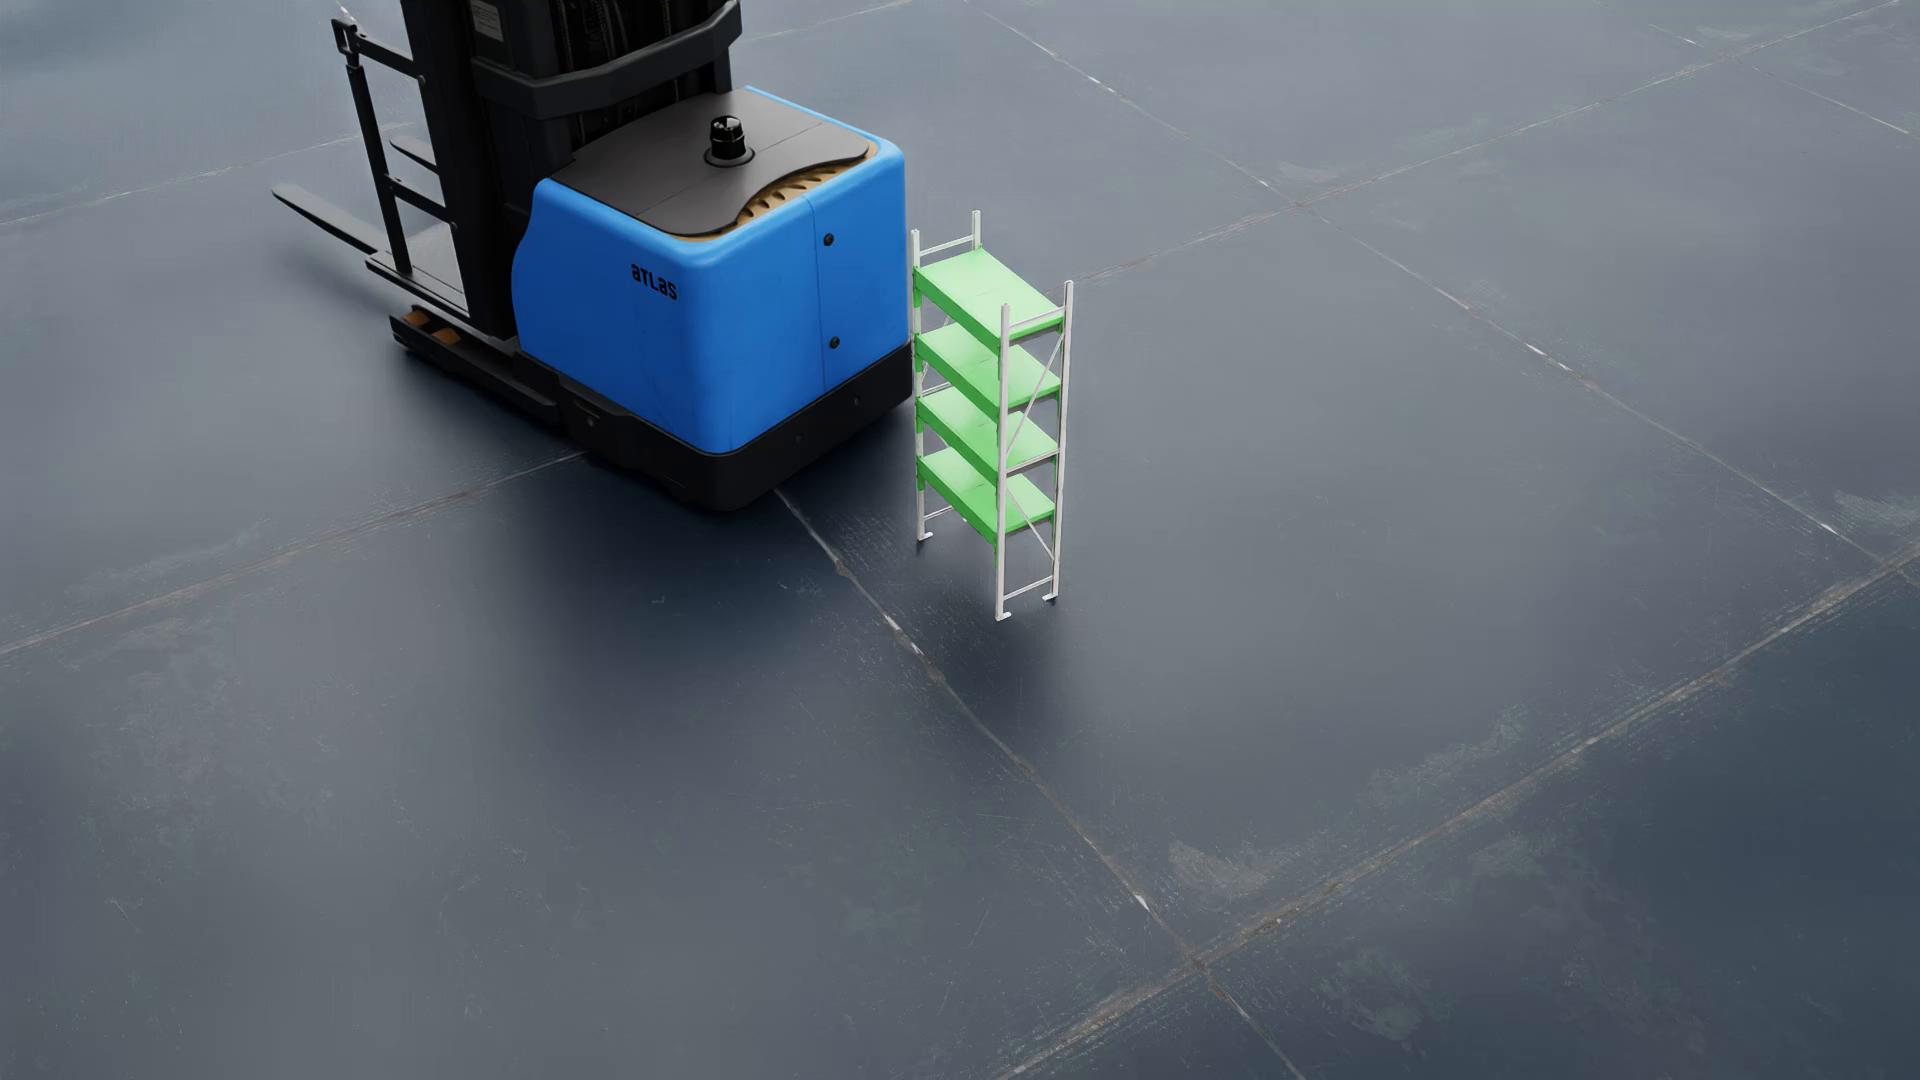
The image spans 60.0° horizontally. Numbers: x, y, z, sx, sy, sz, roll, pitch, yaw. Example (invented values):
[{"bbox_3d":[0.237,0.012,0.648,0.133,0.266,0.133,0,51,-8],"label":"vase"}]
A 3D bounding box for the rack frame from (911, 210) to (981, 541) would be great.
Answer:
[{"bbox_3d":[-0.042,-0.503,5.417,0.240,1.200,0.015,-22,45,-24],"label":"rack frame"}]

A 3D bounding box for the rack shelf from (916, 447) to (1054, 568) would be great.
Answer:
[{"bbox_3d":[0.089,-0.138,5.453,0.258,0.148,0.480,-22,45,-24],"label":"rack shelf"}]

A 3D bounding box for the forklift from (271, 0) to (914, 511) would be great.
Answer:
[{"bbox_3d":[-1.627,-2.023,5.888,3.031,2.935,1.130,28,47,30],"label":"forklift"}]

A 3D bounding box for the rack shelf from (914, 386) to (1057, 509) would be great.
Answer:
[{"bbox_3d":[0.089,-0.323,5.300,0.258,0.148,0.480,-22,45,-24],"label":"rack shelf"}]

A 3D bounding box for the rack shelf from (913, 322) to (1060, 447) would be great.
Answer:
[{"bbox_3d":[0.089,-0.507,5.146,0.258,0.148,0.480,-22,45,-24],"label":"rack shelf"}]

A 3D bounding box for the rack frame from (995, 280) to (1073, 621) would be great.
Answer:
[{"bbox_3d":[0.220,-0.240,5.101,0.240,1.200,0.015,-22,45,-24],"label":"rack frame"}]

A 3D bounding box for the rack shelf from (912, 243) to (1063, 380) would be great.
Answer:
[{"bbox_3d":[0.089,-0.691,4.992,0.258,0.148,0.480,-22,45,-24],"label":"rack shelf"}]

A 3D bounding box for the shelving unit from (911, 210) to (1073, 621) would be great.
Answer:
[{"bbox_3d":[0.089,-0.372,5.259,0.258,1.200,0.503,-22,45,-24],"label":"shelving unit"}]
